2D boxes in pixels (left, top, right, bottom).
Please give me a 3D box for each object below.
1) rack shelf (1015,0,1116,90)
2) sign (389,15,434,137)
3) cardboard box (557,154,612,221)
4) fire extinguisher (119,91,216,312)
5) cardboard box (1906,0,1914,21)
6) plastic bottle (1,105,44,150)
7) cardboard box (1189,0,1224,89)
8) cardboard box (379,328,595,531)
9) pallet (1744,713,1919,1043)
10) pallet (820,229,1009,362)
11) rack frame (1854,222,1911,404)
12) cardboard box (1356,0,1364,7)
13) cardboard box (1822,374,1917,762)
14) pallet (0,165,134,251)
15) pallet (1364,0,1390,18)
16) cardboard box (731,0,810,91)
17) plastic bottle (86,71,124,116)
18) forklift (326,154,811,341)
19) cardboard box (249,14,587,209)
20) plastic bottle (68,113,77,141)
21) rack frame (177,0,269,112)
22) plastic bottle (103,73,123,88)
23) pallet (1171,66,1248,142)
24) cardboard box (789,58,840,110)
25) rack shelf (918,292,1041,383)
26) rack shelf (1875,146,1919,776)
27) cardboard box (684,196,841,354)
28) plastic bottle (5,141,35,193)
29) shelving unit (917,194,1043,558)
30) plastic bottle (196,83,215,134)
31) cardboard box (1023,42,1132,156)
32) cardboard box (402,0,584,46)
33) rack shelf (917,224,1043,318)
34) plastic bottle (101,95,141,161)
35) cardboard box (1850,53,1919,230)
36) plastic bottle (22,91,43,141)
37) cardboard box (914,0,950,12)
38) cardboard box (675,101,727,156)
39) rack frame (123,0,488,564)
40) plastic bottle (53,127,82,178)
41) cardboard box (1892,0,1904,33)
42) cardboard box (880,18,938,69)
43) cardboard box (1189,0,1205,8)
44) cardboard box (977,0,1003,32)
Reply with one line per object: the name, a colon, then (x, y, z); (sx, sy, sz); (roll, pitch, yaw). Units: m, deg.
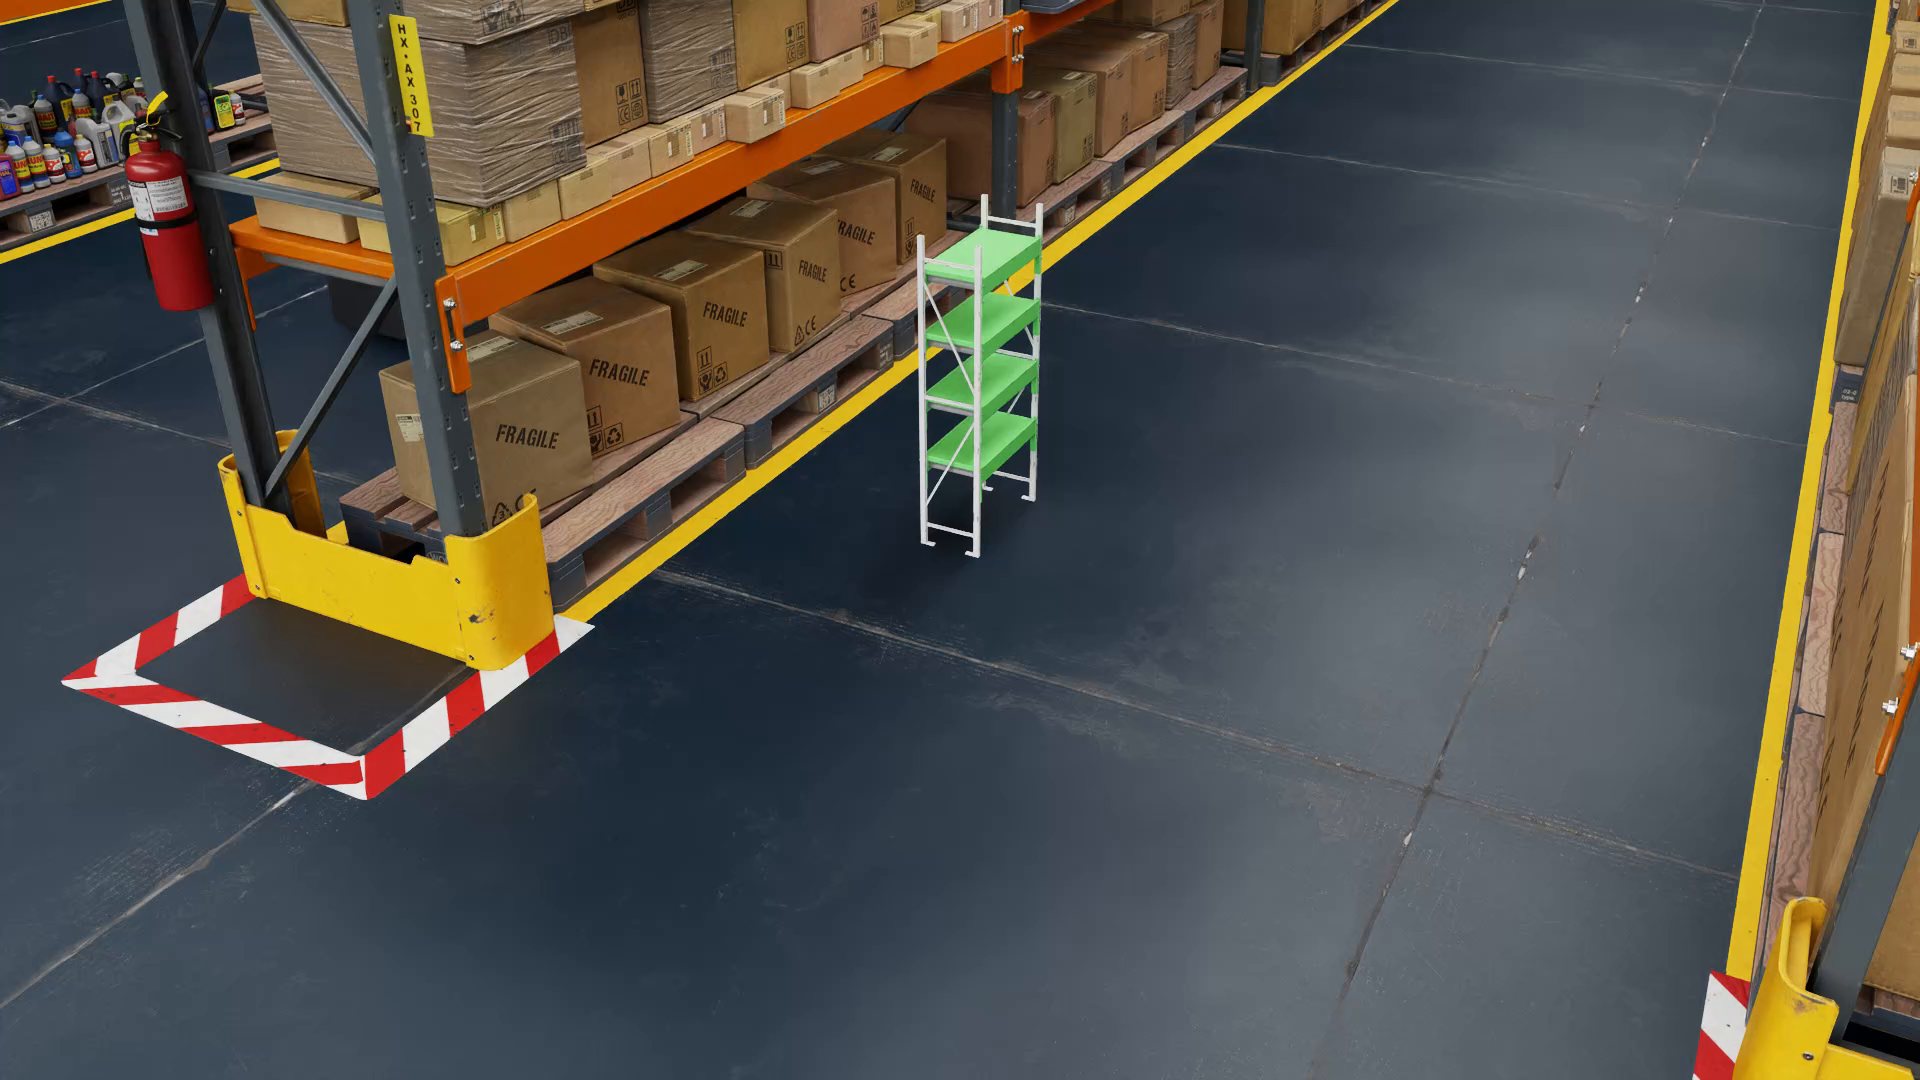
rack shelf: (0.730, -3.379, 9.844); (1.077, 0.370, 4.000); (14, 33, 23)
sign: (-1.520, -1.283, 4.603); (0.100, 0.325, 0.005); (14, 33, 23)
cardboard box: (-1.403, -1.208, 5.594); (0.380, 0.149, 0.250); (14, 33, 23)
fire extinguisher: (-2.466, -1.051, 5.146); (0.296, 0.674, 0.183); (14, 33, 23)
cardboard box: (6.309, -3.420, 10.528); (0.500, 0.250, 0.500); (15, 33, 24)
plastic bottle: (-5.464, -2.379, 9.674); (0.152, 0.276, 0.135); (14, 33, 23)
cardboard box: (1.353, -3.383, 11.197); (0.700, 0.500, 0.500); (13, 32, 21)
cardboard box: (-1.704, -0.402, 6.027); (0.500, 0.500, 0.500); (21, 36, 32)
pallet: (2.660, 0.976, 4.338); (1.003, 0.211, 1.213); (14, 33, 23)
pallet: (-0.456, -1.289, 8.283); (1.003, 0.211, 1.213); (14, 33, 23)
rack frame: (4.188, -1.634, 6.084); (1.000, 3.000, 0.127); (14, 33, 23)
cardboard box: (2.783, -4.927, 13.529); (1.225, 0.875, 0.875); (13, 32, 22)
cardboard box: (3.015, 0.172, 4.650); (0.875, 0.875, 0.875); (14, 33, 23)
pallet: (-5.488, -1.887, 9.325); (1.003, 0.211, 1.213); (14, 33, 23)
pallet: (3.179, -4.782, 14.366); (1.003, 0.211, 1.213); (14, 33, 23)
cardboard box: (-1.103, -2.121, 6.532); (0.875, 0.500, 0.500); (14, 33, 23)
plastic bottle: (-5.199, -2.673, 10.112); (0.144, 0.351, 0.185); (14, 33, 23)
forklift: (-1.835, -2.791, 8.166); (1.130, 2.935, 3.031); (16, 33, 25)
cardboard box: (-1.729, -1.441, 5.348); (0.875, 0.500, 0.500); (14, 33, 23)
plastic bottle: (-5.035, -2.314, 9.554); (0.061, 0.283, 0.133); (14, 33, 23)
rack frame: (-4.591, -3.928, 10.078); (1.000, 3.000, 0.127); (14, 33, 23)
plastic bottle: (-5.249, -2.746, 10.313); (0.152, 0.276, 0.135); (16, 33, 25)
pallet: (1.284, -3.022, 11.301); (1.003, 0.211, 1.213); (14, 33, 23)
cardboard box: (-0.714, -1.872, 6.749); (0.380, 0.149, 0.250); (14, 33, 23)
rack shelf: (0.075, -0.746, 5.991); (0.258, 0.148, 0.480); (14, 33, 23)
rack shelf: (3.277, -0.436, 4.719); (1.077, 0.370, 4.000); (14, 33, 23)
cardboard box: (-0.866, -1.185, 7.391); (0.500, 0.500, 0.500); (11, 32, 19)
plastic bottle: (-5.153, -2.047, 9.101); (0.097, 0.271, 0.097); (0, 30, 0)
shelving unit: (0.075, -0.594, 6.079); (0.258, 1.200, 0.503); (14, 33, 23)
plastic bottle: (-4.627, -2.619, 10.017); (0.144, 0.351, 0.185); (13, 32, 22)
cardboard box: (0.606, -2.634, 9.892); (0.700, 0.500, 0.500); (11, 32, 19)
cardboard box: (-1.510, -1.819, 5.002); (0.500, 0.500, 0.500); (14, 33, 23)
rack shelf: (0.075, -0.955, 5.872); (0.258, 0.148, 0.480); (14, 33, 23)
plastic bottle: (-4.862, -2.391, 9.619); (0.144, 0.351, 0.185); (14, 33, 23)
cardboard box: (5.257, -1.976, 8.516); (1.050, 0.750, 0.750); (15, 33, 24)
plastic bottle: (-5.526, -2.530, 9.929); (0.061, 0.283, 0.133); (16, 33, 25)
cardboard box: (-0.441, -2.791, 7.699); (0.875, 0.500, 0.500); (14, 33, 23)
cardboard box: (-1.098, -1.550, 6.189); (0.380, 0.149, 0.250); (14, 33, 23)
rack frame: (-2.004, -1.031, 5.033); (1.000, 3.000, 0.127); (14, 33, 23)
plastic bottle: (-5.015, -2.181, 9.334); (0.097, 0.271, 0.097); (0, 30, 0)
cardboard box: (7.260, -4.011, 12.312); (0.500, 0.500, 0.500); (16, 33, 25)
cardboard box: (-0.322, -2.191, 7.306); (0.380, 0.149, 0.250); (14, 33, 23)
cardboard box: (1.362, -3.706, 11.006); (0.500, 0.250, 0.500); (16, 33, 25)
cardboard box: (-0.018, -2.533, 7.902); (0.380, 0.149, 0.250); (14, 33, 23)
